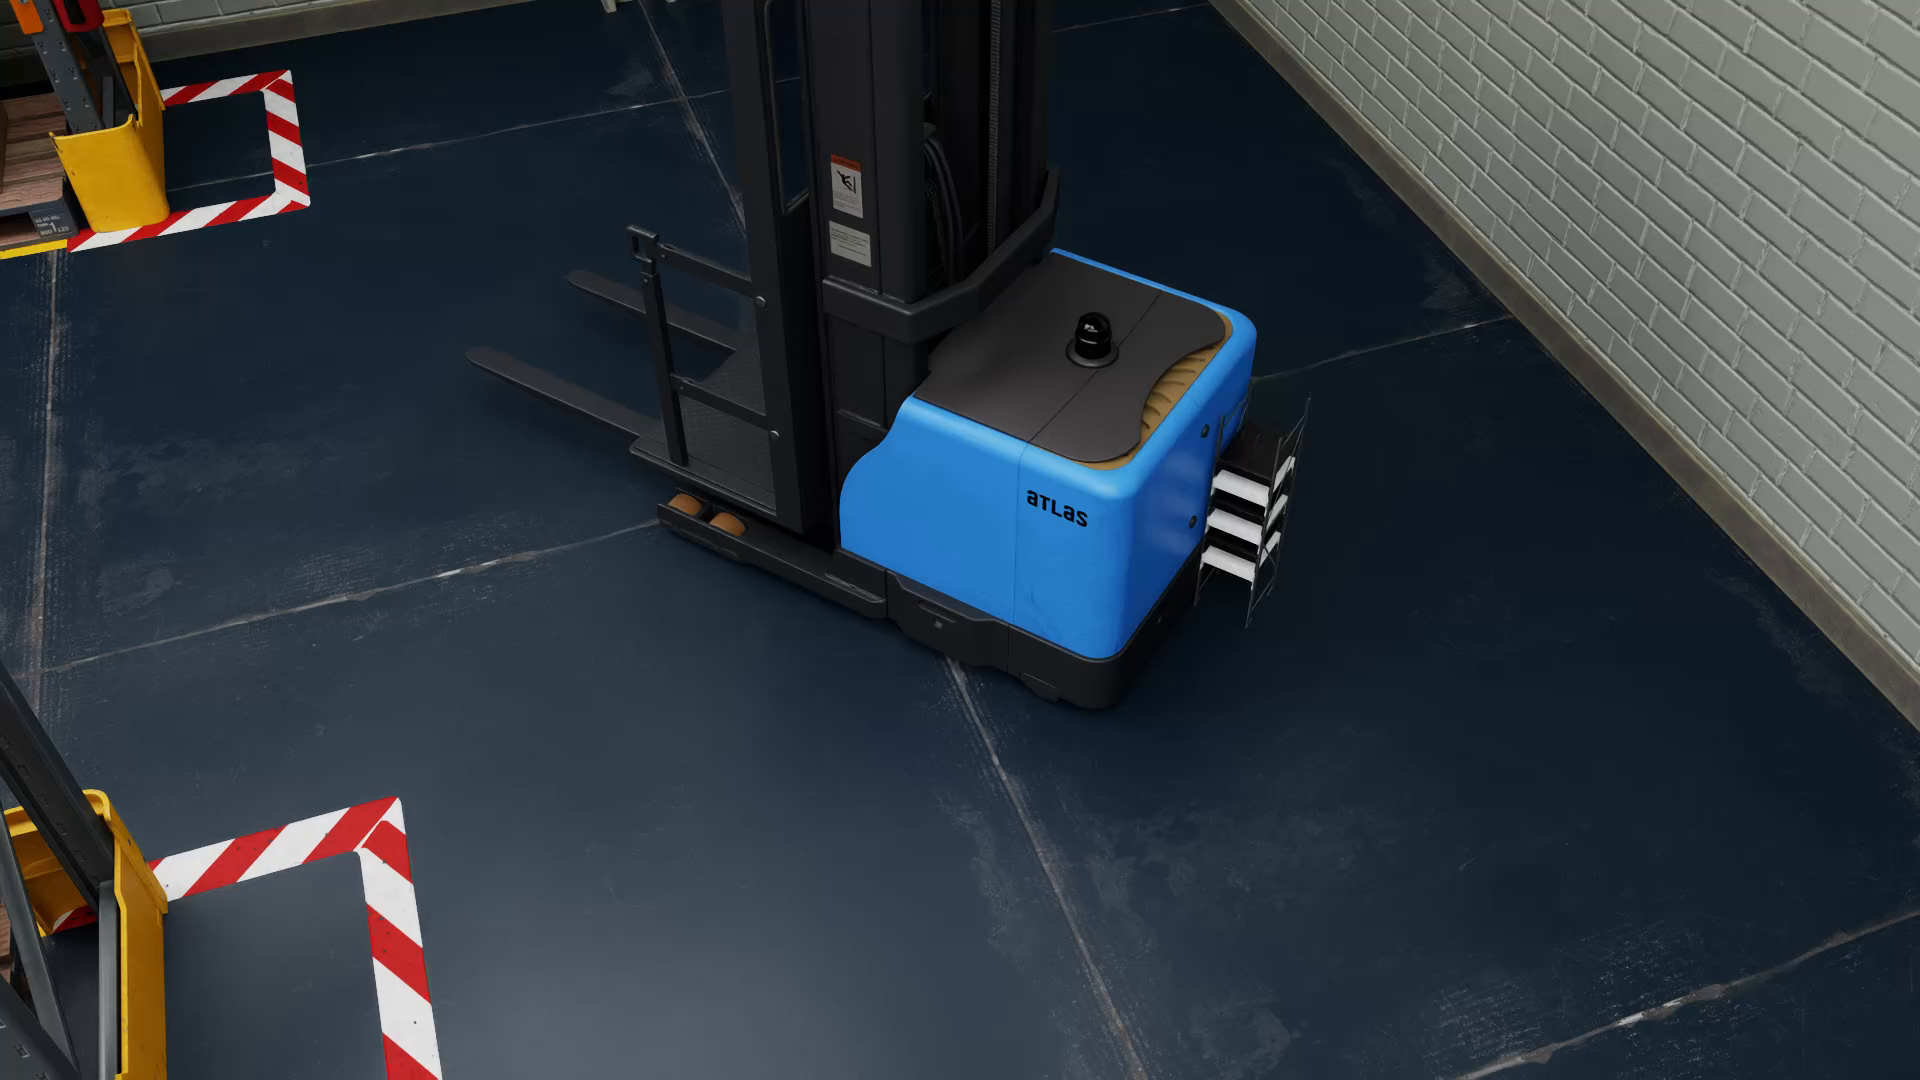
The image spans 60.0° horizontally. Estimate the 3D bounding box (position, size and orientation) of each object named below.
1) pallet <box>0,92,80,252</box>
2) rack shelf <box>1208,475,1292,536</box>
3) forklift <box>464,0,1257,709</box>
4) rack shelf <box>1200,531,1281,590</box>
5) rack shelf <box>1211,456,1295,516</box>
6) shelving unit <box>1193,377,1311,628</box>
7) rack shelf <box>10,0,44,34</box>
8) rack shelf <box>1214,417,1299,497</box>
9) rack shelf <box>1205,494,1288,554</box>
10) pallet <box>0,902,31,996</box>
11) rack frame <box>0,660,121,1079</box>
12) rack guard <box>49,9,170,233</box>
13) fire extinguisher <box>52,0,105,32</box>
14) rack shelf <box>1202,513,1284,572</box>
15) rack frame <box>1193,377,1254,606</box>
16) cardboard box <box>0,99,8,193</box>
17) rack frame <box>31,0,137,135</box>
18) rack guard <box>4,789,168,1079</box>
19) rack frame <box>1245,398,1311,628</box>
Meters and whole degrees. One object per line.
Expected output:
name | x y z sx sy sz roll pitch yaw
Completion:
pallet | -4.780 -1.654 7.749 1.213 0.211 1.003 -14 47 -14
rack shelf | 0.996 -0.153 5.687 0.200 0.077 0.258 23 50 22
forklift | -0.531 -1.265 5.442 3.031 2.935 1.130 23 50 22
rack shelf | 0.996 0.038 5.878 0.200 0.077 0.258 23 50 22
rack shelf | 0.996 -0.217 5.623 0.200 0.077 0.258 23 50 22
shelving unit | 0.996 -0.113 5.727 0.210 0.900 0.258 23 50 22
rack shelf | -5.935 -2.148 6.781 4.000 0.370 1.077 -14 47 -14
rack shelf | 0.996 -0.280 5.560 0.200 0.077 0.258 23 50 22
rack shelf | 0.996 -0.090 5.751 0.200 0.077 0.258 23 50 22
pallet | -3.190 1.612 4.495 1.213 0.211 1.003 -14 47 -14
rack frame | -2.369 0.417 3.717 0.127 3.000 1.000 -14 47 -14
rack guard | -4.032 -2.006 7.896 0.348 0.500 1.175 -14 47 -14
fire extinguisher | -3.756 -2.452 6.894 0.183 0.674 0.296 -14 47 -14
rack shelf | 0.996 -0.026 5.815 0.200 0.077 0.258 23 50 22
rack frame | 0.909 -0.151 5.765 0.006 0.900 0.240 23 50 22
cardboard box | -4.679 -1.913 7.508 0.500 0.500 0.700 -14 47 -14
rack frame | -4.054 -2.883 7.005 0.127 3.000 1.000 -14 47 -14
rack guard | -2.440 1.317 4.584 0.348 0.500 1.175 -14 47 -14
rack frame | 1.083 -0.075 5.690 0.006 0.900 0.240 23 50 22
